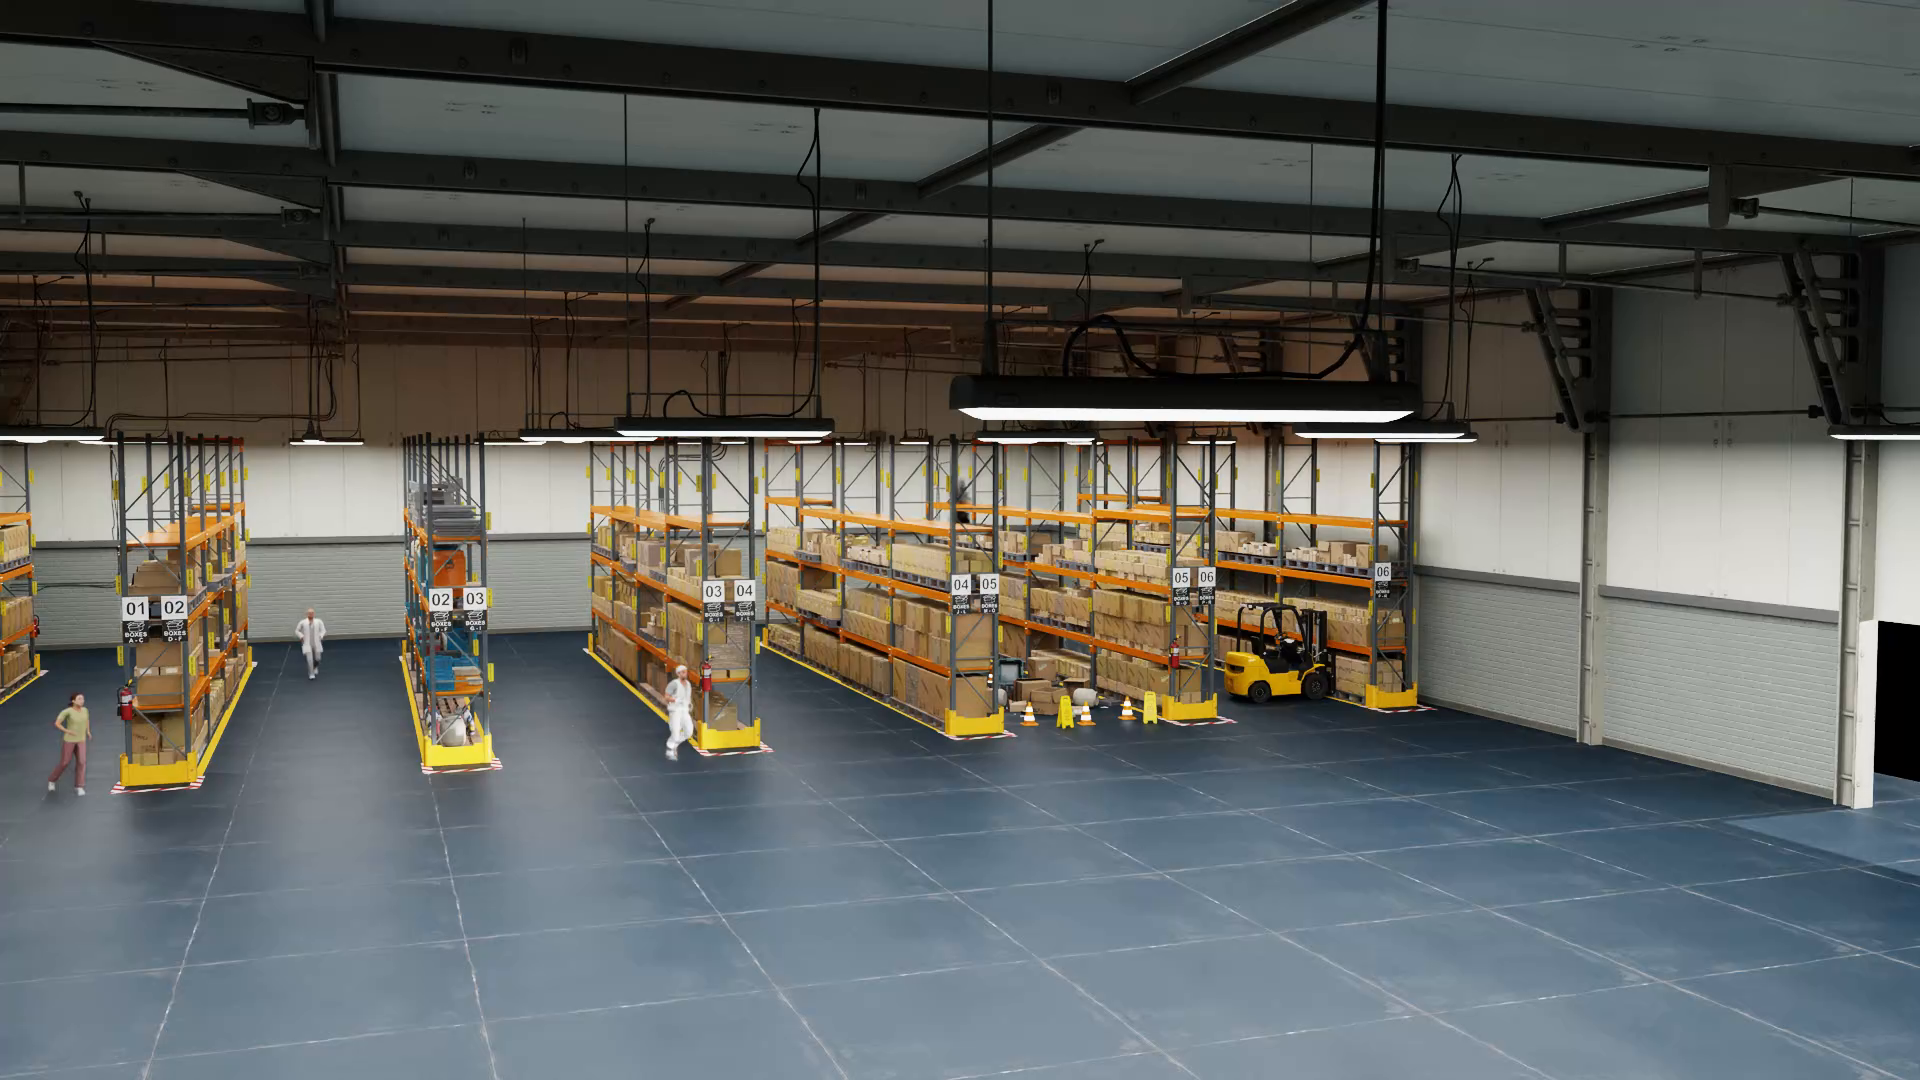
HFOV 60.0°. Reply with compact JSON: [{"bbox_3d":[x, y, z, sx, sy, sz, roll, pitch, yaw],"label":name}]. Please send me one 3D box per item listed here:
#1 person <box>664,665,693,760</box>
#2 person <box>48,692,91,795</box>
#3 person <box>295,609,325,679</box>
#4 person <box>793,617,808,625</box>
[{"bbox_3d":[-5.098,3.159,30.514,0.600,1.729,0.672,3,4,42],"label":"person"},{"bbox_3d":[-14.674,3.351,27.597,0.947,1.651,0.640,2,4,36],"label":"person"},{"bbox_3d":[-16.095,2.571,41.236,0.707,1.724,0.669,-2,4,-29],"label":"person"},{"bbox_3d":[-4.726,2.086,49.682,0.668,1.698,0.717,1,3,20],"label":"person"}]
